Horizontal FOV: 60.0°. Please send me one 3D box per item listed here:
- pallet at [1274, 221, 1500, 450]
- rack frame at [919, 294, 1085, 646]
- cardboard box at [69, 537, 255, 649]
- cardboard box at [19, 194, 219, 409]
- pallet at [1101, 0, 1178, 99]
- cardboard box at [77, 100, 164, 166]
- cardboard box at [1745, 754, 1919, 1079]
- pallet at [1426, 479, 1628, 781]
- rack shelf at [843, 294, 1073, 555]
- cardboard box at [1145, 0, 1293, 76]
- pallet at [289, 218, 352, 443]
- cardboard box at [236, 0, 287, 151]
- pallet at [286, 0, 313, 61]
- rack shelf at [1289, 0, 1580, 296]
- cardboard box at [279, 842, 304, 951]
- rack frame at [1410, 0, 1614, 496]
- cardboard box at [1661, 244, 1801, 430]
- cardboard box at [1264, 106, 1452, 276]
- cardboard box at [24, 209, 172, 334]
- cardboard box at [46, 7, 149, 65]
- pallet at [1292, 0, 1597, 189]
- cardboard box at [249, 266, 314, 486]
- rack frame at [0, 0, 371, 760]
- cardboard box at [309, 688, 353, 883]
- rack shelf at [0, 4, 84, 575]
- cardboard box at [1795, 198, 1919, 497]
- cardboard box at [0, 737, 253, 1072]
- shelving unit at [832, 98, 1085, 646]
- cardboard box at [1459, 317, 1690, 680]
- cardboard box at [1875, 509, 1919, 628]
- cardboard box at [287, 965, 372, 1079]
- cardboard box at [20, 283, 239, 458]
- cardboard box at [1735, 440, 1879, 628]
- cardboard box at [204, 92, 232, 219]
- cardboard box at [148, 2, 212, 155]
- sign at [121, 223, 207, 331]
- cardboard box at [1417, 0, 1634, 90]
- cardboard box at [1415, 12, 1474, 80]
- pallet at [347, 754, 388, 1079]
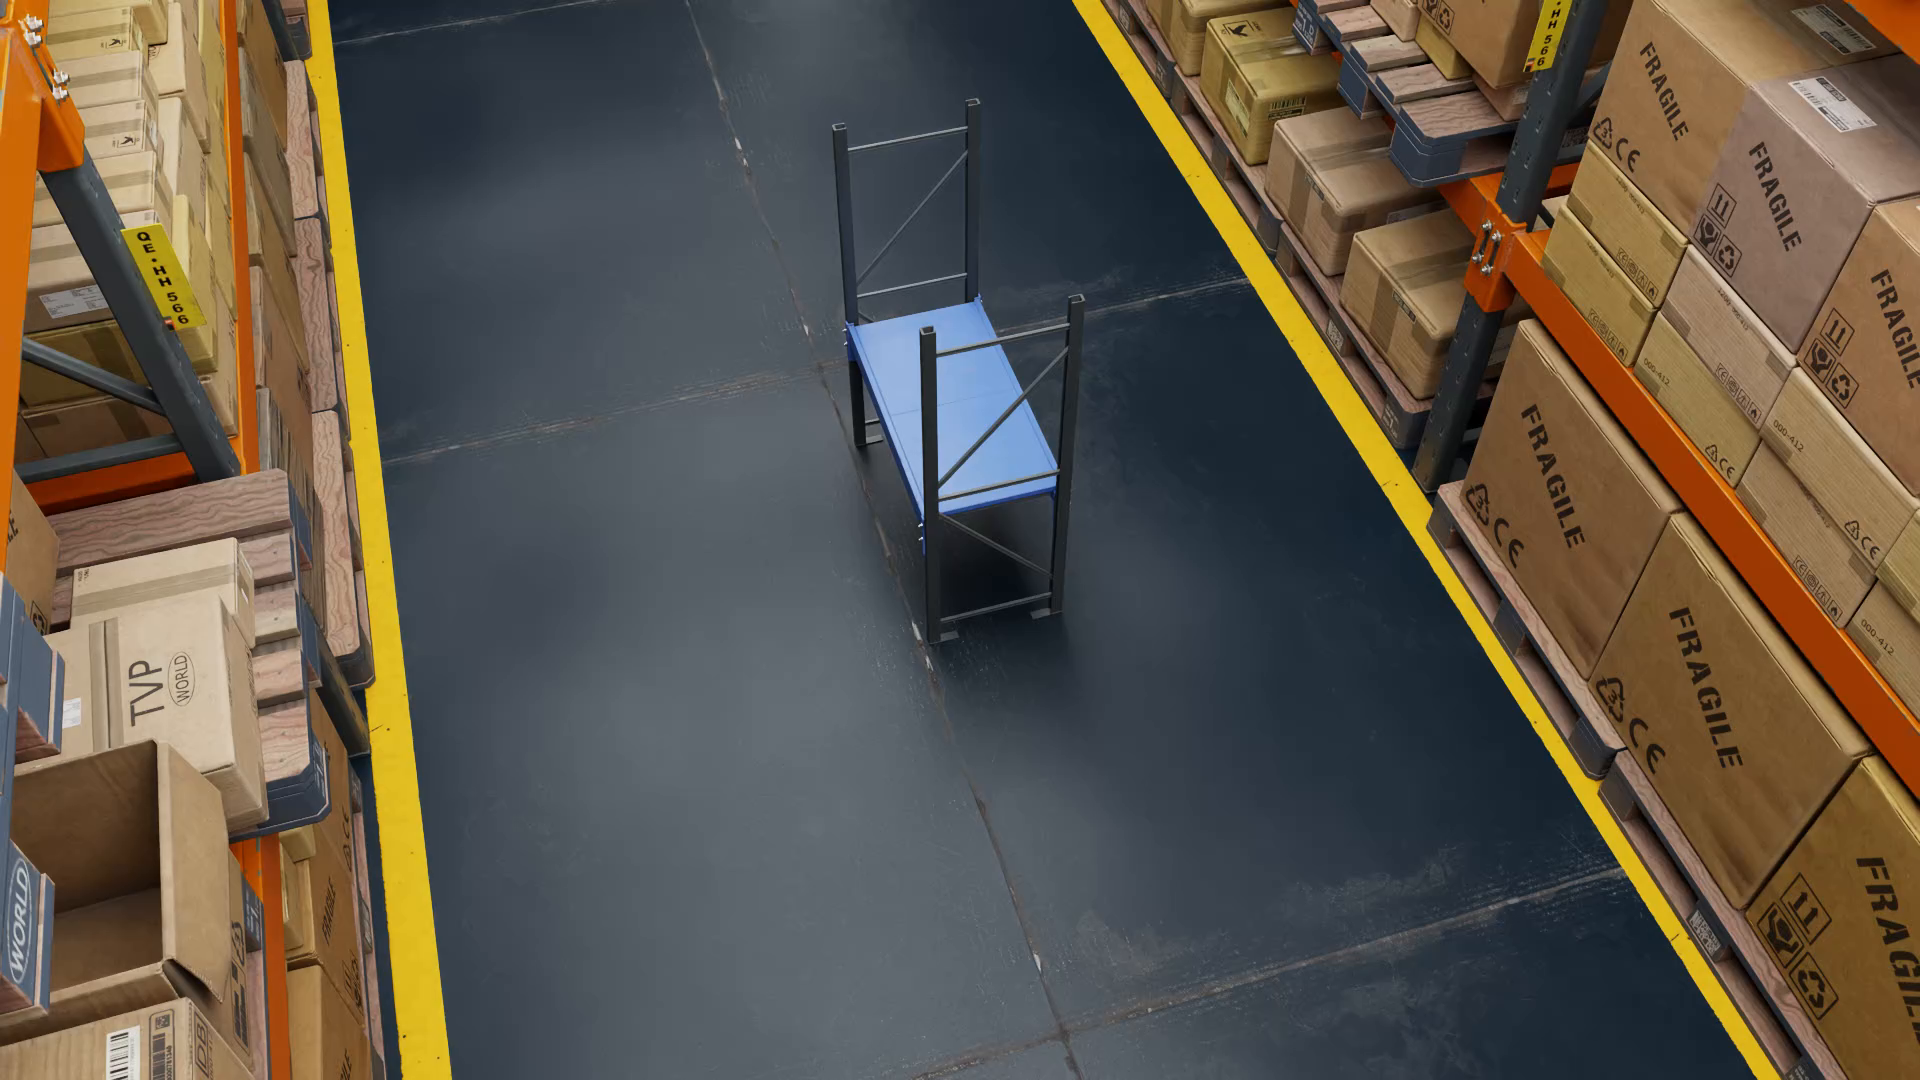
[{"bbox_3d":[2.019,-0.969,6.928,1.003,0.211,1.213,-13,51,-11],"label":"pallet"},{"bbox_3d":[0.125,-0.174,5.416,0.500,1.500,0.032,-13,51,-11],"label":"rack frame"},{"bbox_3d":[-1.931,0.167,4.037,0.380,0.149,0.250,-12,51,-10],"label":"cardboard box"},{"bbox_3d":[-2.366,-0.669,4.623,0.500,0.250,0.500,-13,51,-11],"label":"cardboard box"},{"bbox_3d":[1.297,-2.751,8.431,1.003,0.211,1.213,-13,51,-11],"label":"pallet"},{"bbox_3d":[-2.486,-1.088,4.716,0.380,0.149,0.250,-12,51,-10],"label":"cardboard box"},{"bbox_3d":[2.897,1.082,4.491,0.875,0.875,0.875,-12,51,-10],"label":"cardboard box"},{"bbox_3d":[2.410,0.195,5.947,1.003,0.211,1.213,-13,51,-11],"label":"pallet"},{"bbox_3d":[-0.025,-0.430,5.867,0.538,0.185,1.000,-13,51,-11],"label":"rack shelf"},{"bbox_3d":[1.439,-2.599,7.923,0.950,0.372,0.625,-10,51,-9],"label":"cardboard box"},{"bbox_3d":[-3.055,-0.772,6.763,1.003,0.211,1.213,-13,51,-11],"label":"pallet"},{"bbox_3d":[-3.510,-2.084,7.324,0.875,0.625,0.625,-11,51,-9],"label":"cardboard box"},{"bbox_3d":[-3.870,-2.784,8.459,1.003,0.211,1.213,-13,51,-11],"label":"pallet"},{"bbox_3d":[1.657,-2.525,6.887,1.077,0.370,4.000,-13,51,-11],"label":"rack shelf"},{"bbox_3d":[-1.958,0.988,4.391,0.380,0.149,0.250,-15,51,-12],"label":"cardboard box"},{"bbox_3d":[2.249,-1.296,5.381,1.000,3.000,0.127,-13,51,-11],"label":"rack frame"},{"bbox_3d":[2.314,-0.605,4.570,0.500,0.250,0.500,-12,51,-10],"label":"cardboard box"},{"bbox_3d":[1.865,-1.537,7.028,0.950,0.372,0.625,-14,51,-12],"label":"cardboard box"},{"bbox_3d":[-2.305,-0.712,4.399,0.380,0.149,0.250,-12,51,-10],"label":"cardboard box"},{"bbox_3d":[-2.678,-1.453,5.024,0.380,0.149,0.250,-13,51,-11],"label":"cardboard box"},{"bbox_3d":[1.936,-1.731,5.873,1.213,0.211,1.003,-13,51,-11],"label":"pallet"},{"bbox_3d":[-2.864,-0.475,5.967,0.875,0.625,0.625,-12,51,-10],"label":"cardboard box"},{"bbox_3d":[-2.492,-0.171,4.432,1.000,3.000,0.127,-13,51,-11],"label":"rack frame"},{"bbox_3d":[-2.162,0.759,5.008,0.500,0.500,0.500,-12,51,-10],"label":"cardboard box"},{"bbox_3d":[-1.901,0.555,2.329,1.077,0.370,4.000,-13,51,-11],"label":"rack shelf"},{"bbox_3d":[2.455,-0.494,3.985,0.500,0.500,0.500,-12,51,-10],"label":"cardboard box"},{"bbox_3d":[-1.833,0.811,3.263,0.797,0.503,0.637,-14,51,-12],"label":"cardboard box"},{"bbox_3d":[-0.025,-0.546,5.729,0.538,1.500,1.048,-13,51,-11],"label":"shelving unit"},{"bbox_3d":[2.373,-0.223,5.592,0.875,0.875,0.875,-14,51,-11],"label":"cardboard box"},{"bbox_3d":[2.587,0.135,3.946,0.500,0.250,0.500,-13,51,-10],"label":"cardboard box"},{"bbox_3d":[-1.866,1.509,4.376,0.500,0.500,0.500,-11,51,-9],"label":"cardboard box"},{"bbox_3d":[-2.390,-0.502,4.810,0.500,0.250,0.500,-13,51,-11],"label":"cardboard box"},{"bbox_3d":[2.471,-0.078,4.452,0.500,0.250,0.500,-12,51,-10],"label":"cardboard box"},{"bbox_3d":[-2.693,-1.245,5.436,0.500,0.250,0.500,-15,51,-12],"label":"cardboard box"},{"bbox_3d":[-2.674,-1.416,5.253,0.500,0.250,0.500,-14,51,-12],"label":"cardboard box"},{"bbox_3d":[-1.976,-0.648,4.129,0.100,0.325,0.005,-13,51,-11],"label":"sign"},{"bbox_3d":[1.849,-1.829,5.295,0.500,0.500,0.500,-15,51,-12],"label":"cardboard box"},{"bbox_3d":[1.778,-1.716,5.625,0.380,0.149,0.250,-13,51,-10],"label":"cardboard box"},{"bbox_3d":[-2.307,1.281,5.032,1.003,0.211,1.213,-13,51,-11],"label":"pallet"}]
